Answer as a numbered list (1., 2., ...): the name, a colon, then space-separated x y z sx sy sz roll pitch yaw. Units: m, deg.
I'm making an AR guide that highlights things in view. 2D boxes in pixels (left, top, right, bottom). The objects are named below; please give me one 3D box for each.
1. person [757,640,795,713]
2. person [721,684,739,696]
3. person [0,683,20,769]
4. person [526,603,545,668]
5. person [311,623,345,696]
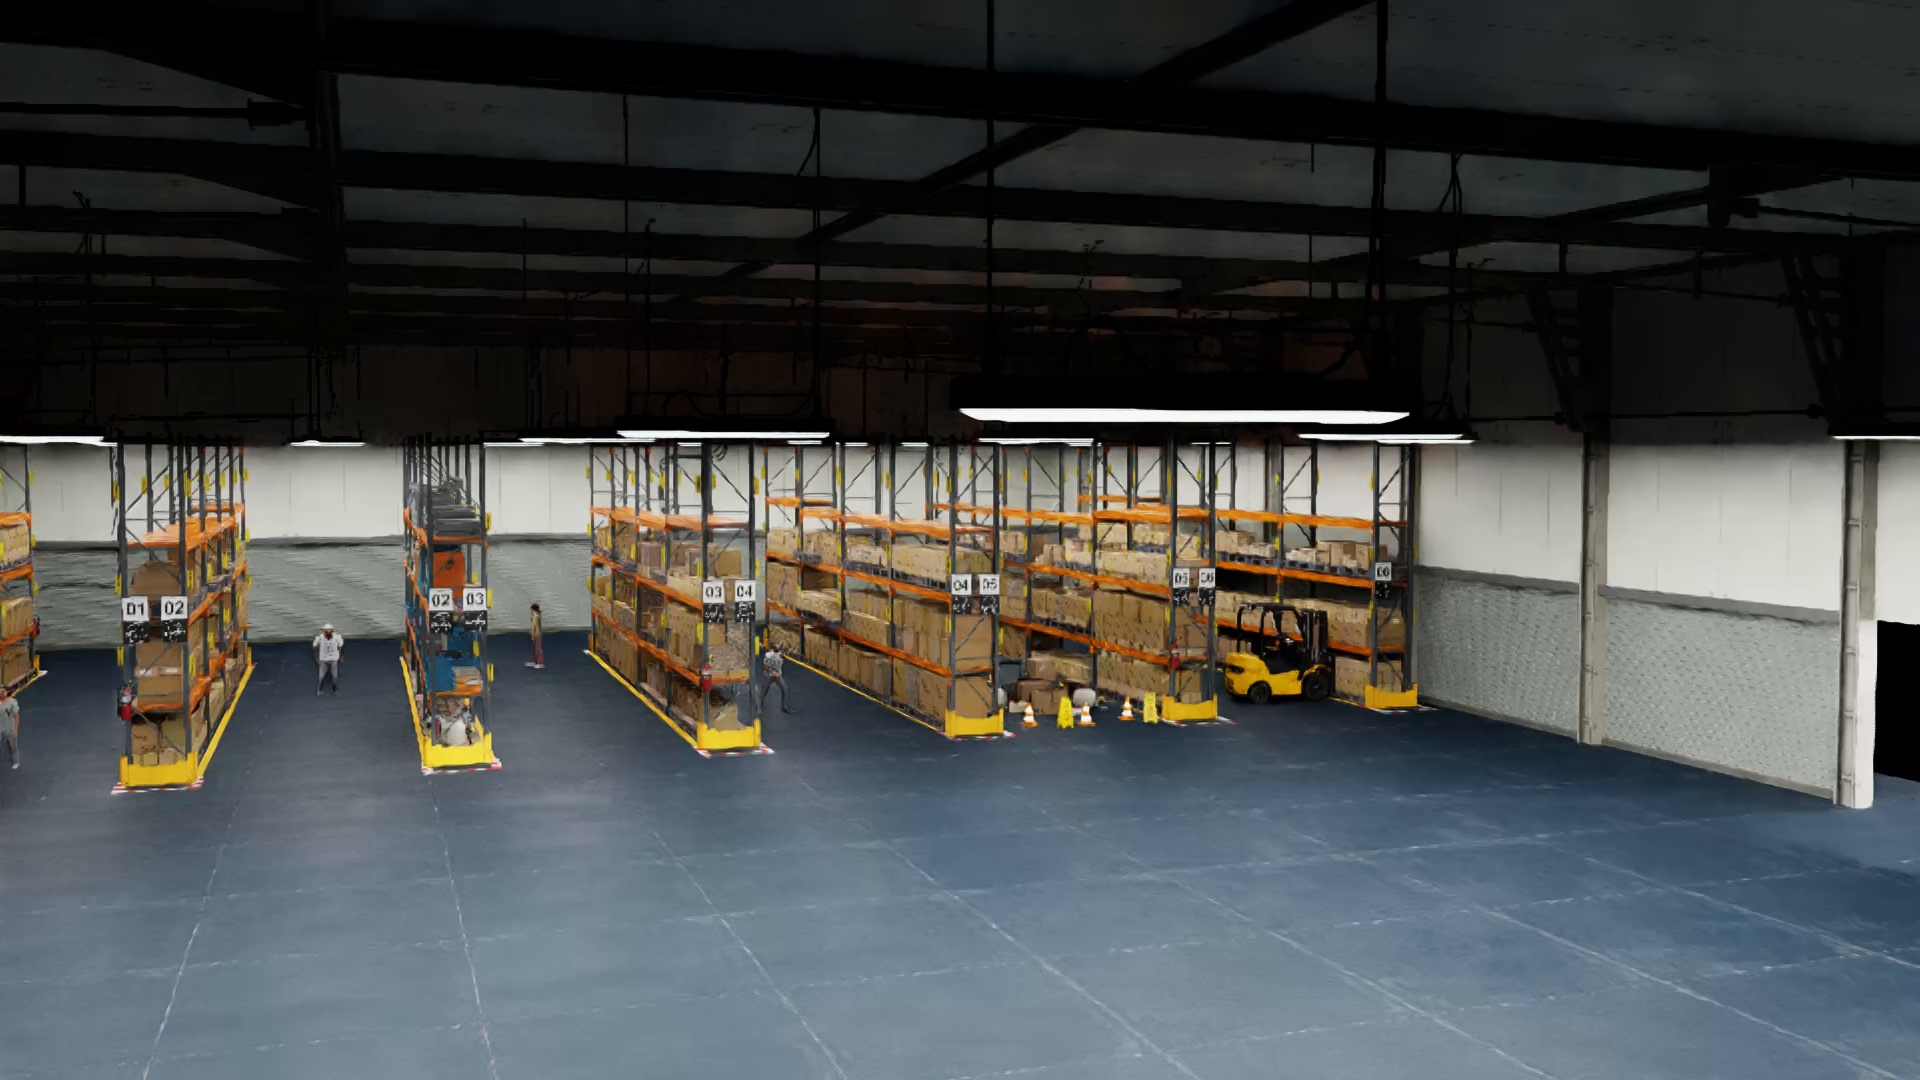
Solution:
1. person: -4.013 2.923 35.837 0.621 1.606 0.827 -2 4 -37
2. person: -5.375 2.816 38.498 0.417 1.517 1.037 -1 3 -18
3. person: -16.694 3.291 29.079 0.448 1.587 1.098 -1 3 -17
4. person: -11.077 2.471 43.324 0.545 1.670 0.545 0 3 -1
5. person: -14.535 2.753 38.268 0.719 1.714 0.578 -1 3 -22
